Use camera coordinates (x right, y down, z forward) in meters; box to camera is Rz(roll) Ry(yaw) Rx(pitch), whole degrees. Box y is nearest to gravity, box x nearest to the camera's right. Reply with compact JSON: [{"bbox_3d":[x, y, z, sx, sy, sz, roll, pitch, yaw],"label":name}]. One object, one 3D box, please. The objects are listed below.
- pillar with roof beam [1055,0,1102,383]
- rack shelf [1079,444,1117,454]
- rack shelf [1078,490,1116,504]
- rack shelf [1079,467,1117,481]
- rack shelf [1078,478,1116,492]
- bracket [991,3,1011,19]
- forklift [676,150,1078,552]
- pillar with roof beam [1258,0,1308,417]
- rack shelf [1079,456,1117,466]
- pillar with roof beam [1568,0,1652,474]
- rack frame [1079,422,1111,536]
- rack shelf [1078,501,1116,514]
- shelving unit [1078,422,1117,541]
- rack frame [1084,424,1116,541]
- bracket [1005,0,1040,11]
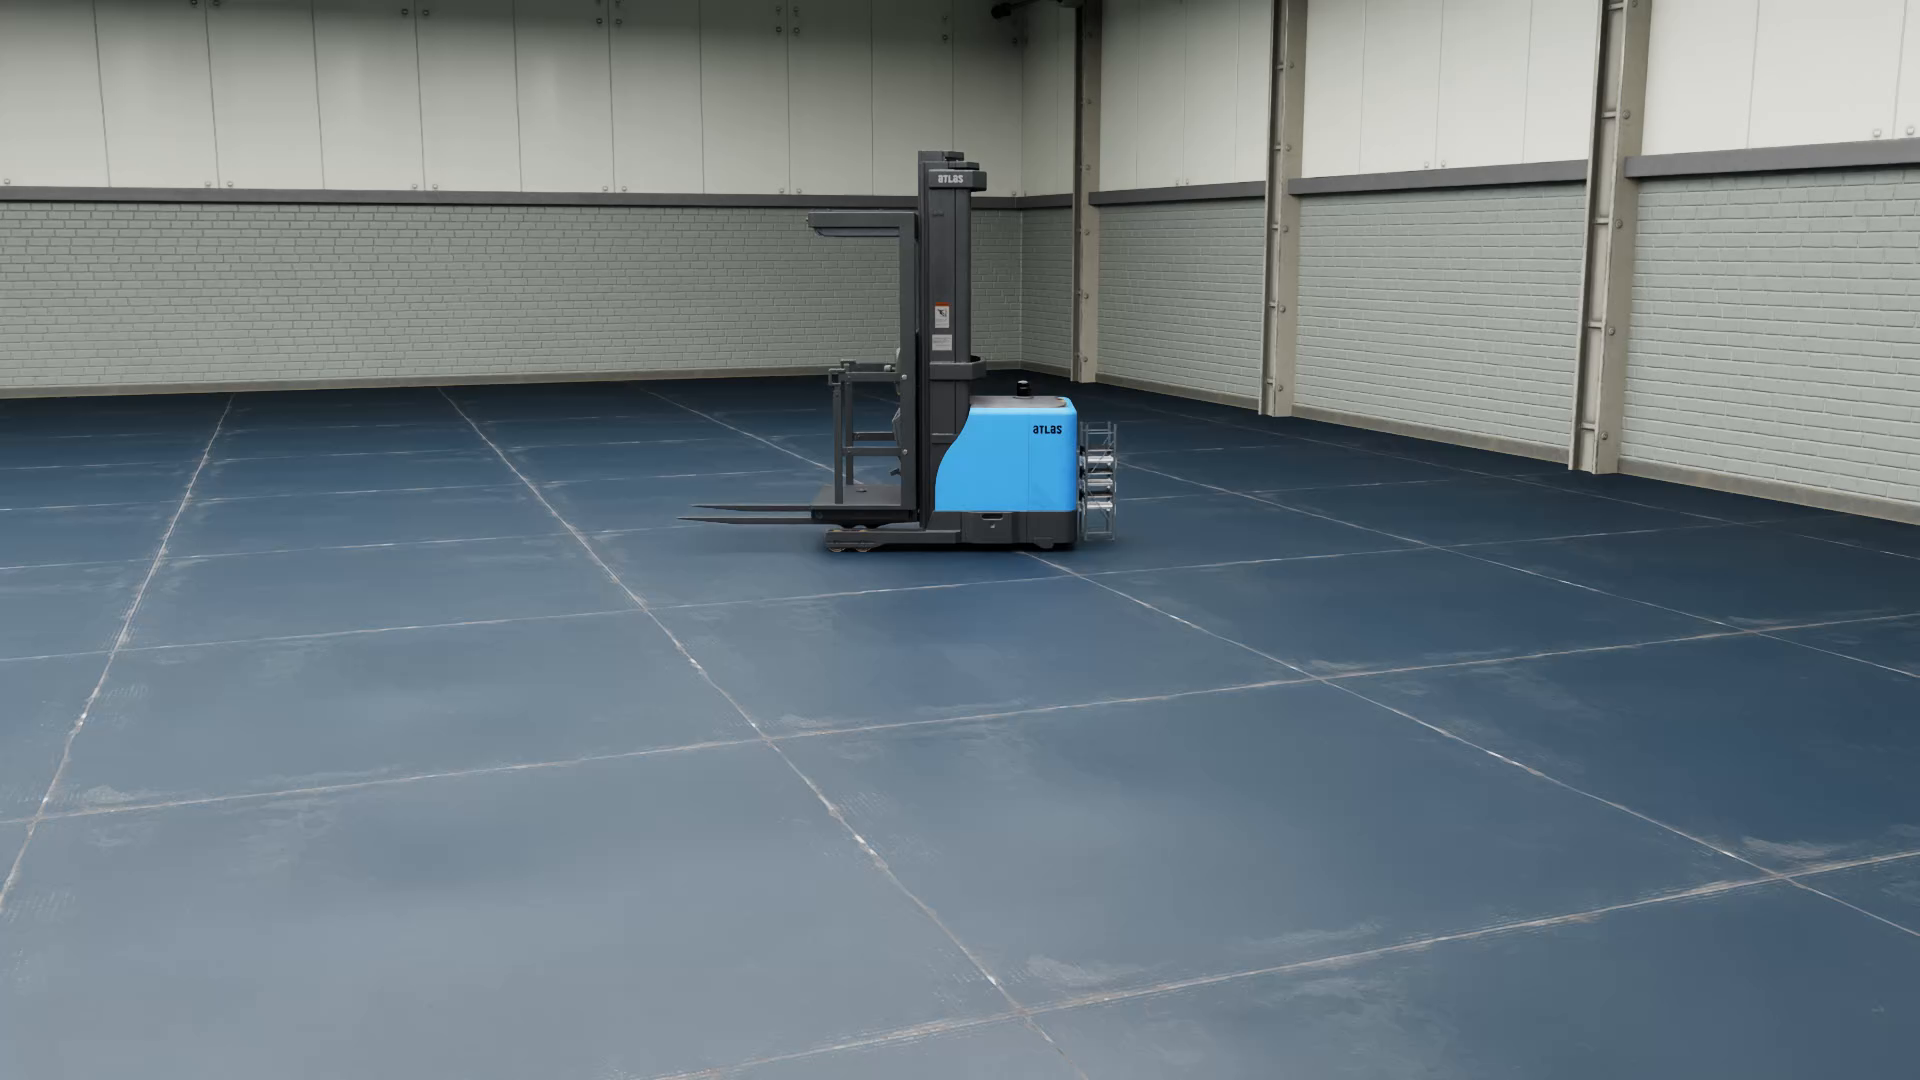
[{"bbox_3d":[-1.938,-6.816,25.544,9.100,9.000,0.548,-4,11,-21],"label":"pillar with roof beam"},{"bbox_3d":[1.068,-0.691,12.886,0.258,0.077,0.200,-1,10,-7],"label":"rack shelf"},{"bbox_3d":[1.068,-0.337,12.950,0.258,0.077,0.200,-1,10,-7],"label":"rack shelf"},{"bbox_3d":[1.068,-0.514,12.918,0.258,0.077,0.200,-1,10,-7],"label":"rack shelf"},{"bbox_3d":[1.068,-0.426,12.934,0.258,0.077,0.200,-1,10,-7],"label":"rack shelf"},{"bbox_3d":[0.734,-9.294,29.194,0.235,0.232,0.430,-4,11,-21],"label":"bracket"},{"bbox_3d":[-0.629,-1.445,12.674,3.031,2.935,1.130,0,10,1],"label":"forklift"},{"bbox_3d":[0.236,-5.837,20.038,9.100,9.000,0.400,-4,11,-21],"label":"pillar with roof beam"},{"bbox_3d":[1.068,-0.603,12.902,0.258,0.077,0.200,-1,10,-7],"label":"rack shelf"},{"bbox_3d":[2.410,-4.857,14.533,9.100,9.000,0.400,-4,11,-21],"label":"pillar with roof beam"},{"bbox_3d":[1.055,-0.476,13.027,0.240,0.900,0.006,-1,10,-7],"label":"rack frame"},{"bbox_3d":[1.068,-0.248,12.965,0.258,0.077,0.200,-1,10,-7],"label":"rack shelf"},{"bbox_3d":[1.068,-0.458,12.928,0.258,0.900,0.210,-1,10,-7],"label":"shelving unit"},{"bbox_3d":[1.082,-0.441,12.829,0.240,0.900,0.006,-1,10,-7],"label":"rack frame"},{"bbox_3d":[0.948,-9.197,28.652,0.076,0.066,3.189,-4,11,-21],"label":"bracket"}]
